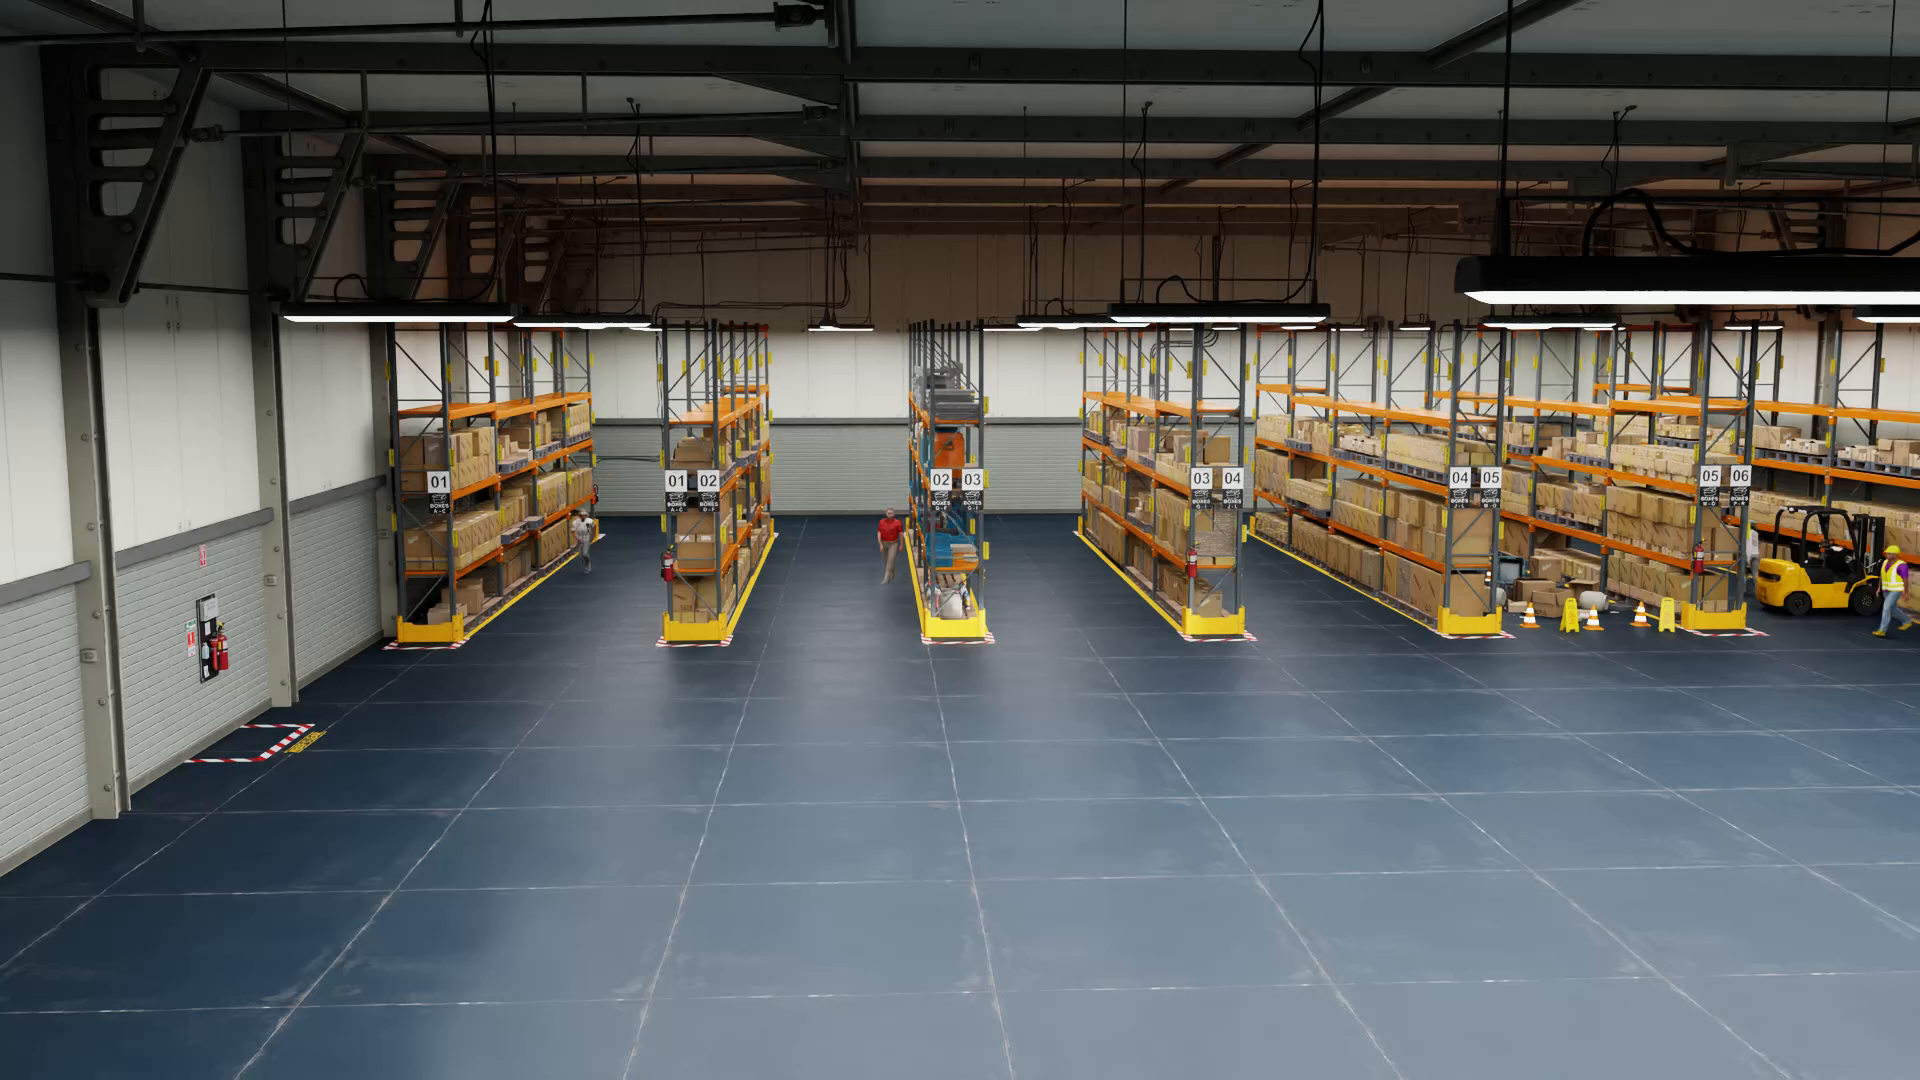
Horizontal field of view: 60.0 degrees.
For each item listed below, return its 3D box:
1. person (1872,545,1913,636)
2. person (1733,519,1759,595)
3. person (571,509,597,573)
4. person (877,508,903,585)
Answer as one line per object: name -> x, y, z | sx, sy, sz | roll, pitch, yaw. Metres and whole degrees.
person -> 17.787, 0.958, 31.665 | 0.996, 1.731, 0.603 | -2, 7, -13
person -> 17.430, 0.404, 36.621 | 0.465, 1.727, 0.580 | -1, 7, -11
person -> -8.992, 0.024, 39.817 | 0.527, 1.591, 0.729 | 1, 7, 6
person -> -1.553, 0.138, 36.247 | 0.529, 1.688, 1.065 | 2, 7, 16
